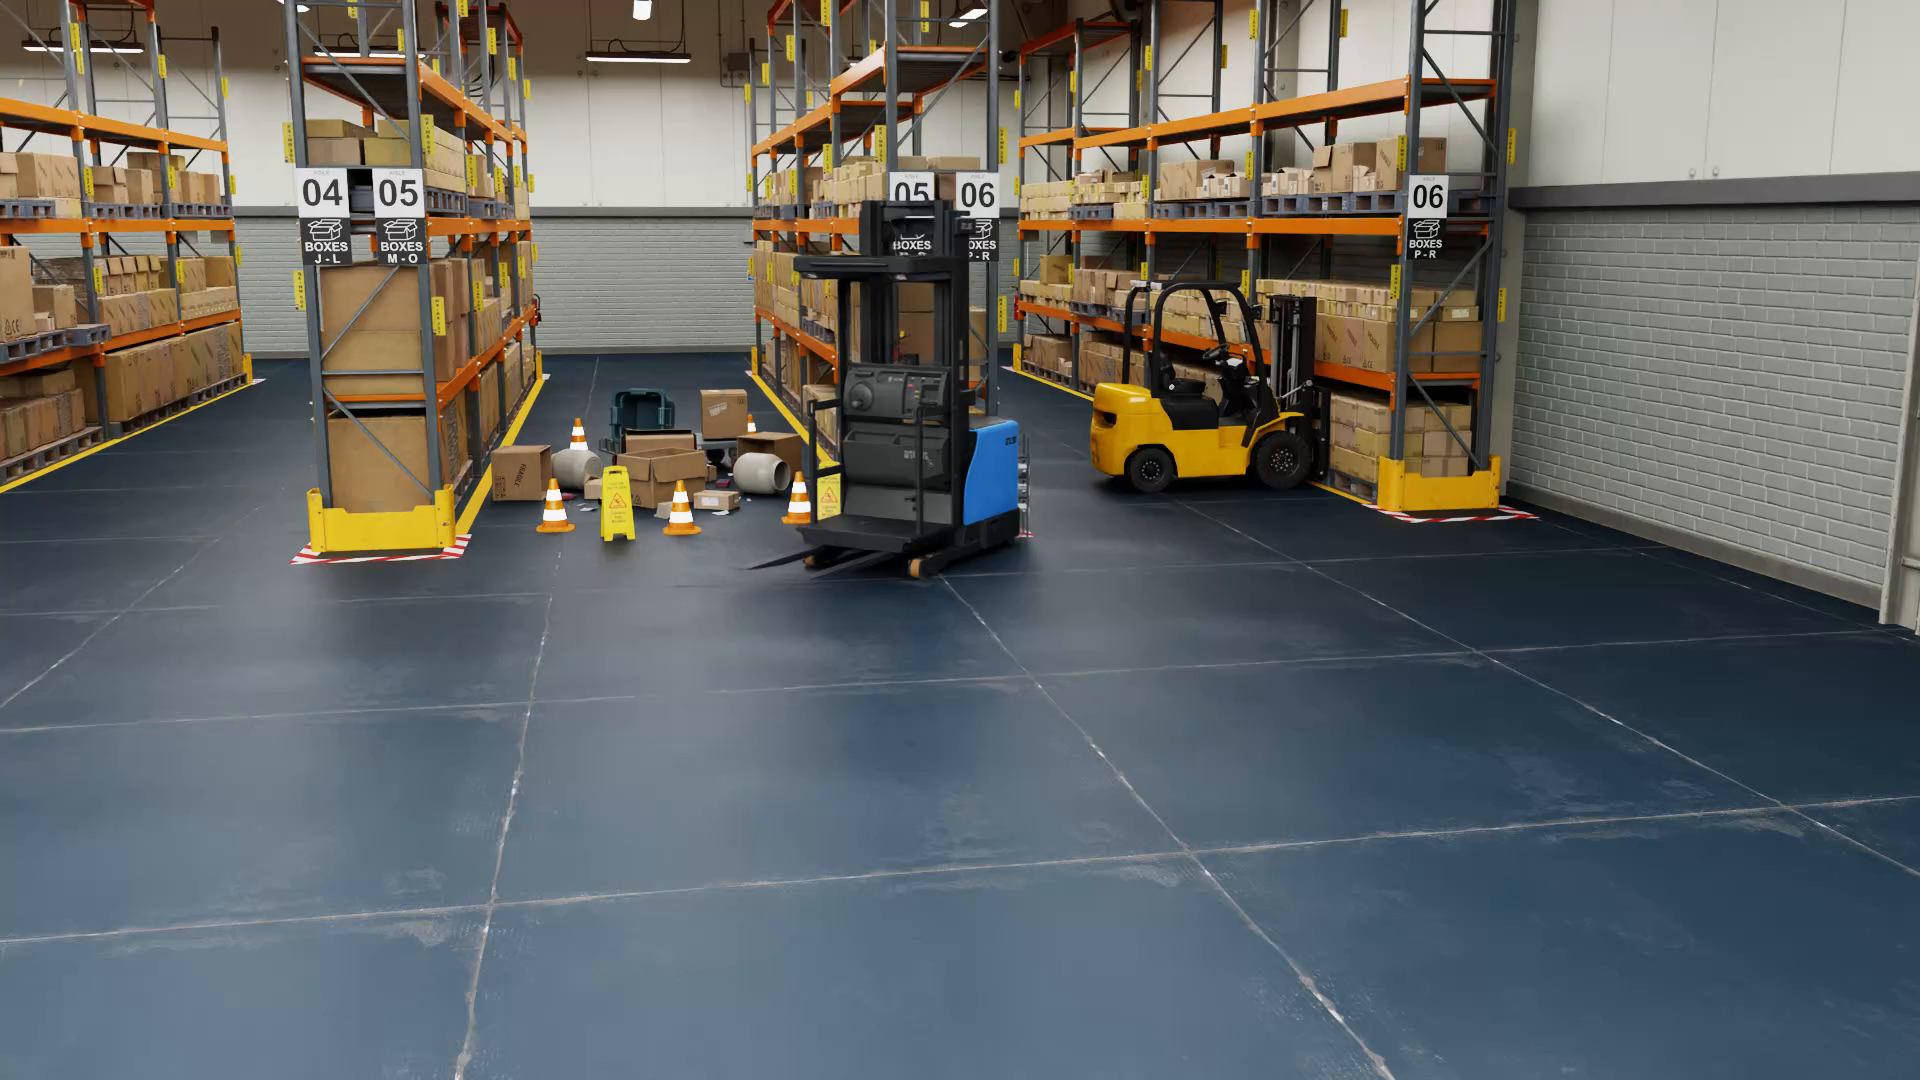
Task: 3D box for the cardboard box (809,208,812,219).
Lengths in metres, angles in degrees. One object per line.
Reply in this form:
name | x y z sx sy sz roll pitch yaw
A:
cardboard box | -1.818 -4.377 22.323 0.380 0.149 0.250 -2 11 -11

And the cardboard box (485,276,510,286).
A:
cardboard box | -7.057 -3.935 25.306 0.380 0.149 0.250 -2 11 -8

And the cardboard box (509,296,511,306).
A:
cardboard box | -7.055 -3.644 25.366 0.380 0.149 0.250 -2 11 -12

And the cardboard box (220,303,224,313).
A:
cardboard box | -12.397 -3.834 27.490 0.380 0.149 0.250 -2 11 -12

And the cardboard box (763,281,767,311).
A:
cardboard box | -3.049 -4.136 28.135 0.500 0.500 0.500 -2 11 -12

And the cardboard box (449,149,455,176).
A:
cardboard box | -5.229 -3.695 16.280 0.500 0.250 0.500 -2 11 -12

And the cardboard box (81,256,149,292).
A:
cardboard box | -11.957 -3.763 23.496 0.797 0.503 0.637 -2 11 -10

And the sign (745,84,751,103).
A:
sign | -3.814 -8.023 29.861 0.100 0.325 0.005 -2 11 -11

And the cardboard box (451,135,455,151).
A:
cardboard box | -5.188 -3.915 16.370 0.380 0.149 0.250 -2 11 -11

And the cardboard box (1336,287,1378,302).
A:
cardboard box | 4.145 -2.560 17.328 0.380 0.149 0.250 -2 11 -10

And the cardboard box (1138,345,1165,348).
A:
cardboard box | 3.026 -3.010 26.317 0.380 0.149 0.250 -2 11 -10

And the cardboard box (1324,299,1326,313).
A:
cardboard box | 4.136 -2.510 17.859 0.380 0.149 0.250 -2 11 -11

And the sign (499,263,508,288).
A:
sign | -6.004 -3.482 21.873 0.100 0.325 0.005 -2 11 -11

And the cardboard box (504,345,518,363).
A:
cardboard box | -6.846 -2.751 24.684 0.500 0.250 0.500 -2 11 -8

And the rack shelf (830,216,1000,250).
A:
rack shelf | -0.545 -3.111 16.921 1.077 0.370 4.000 -2 11 -11

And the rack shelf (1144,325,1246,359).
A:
rack shelf | 3.545 -2.552 22.008 1.077 0.370 4.000 -2 11 -11

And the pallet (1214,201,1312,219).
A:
pallet | 3.750 -4.080 20.598 0.805 0.209 1.217 -3 11 -13

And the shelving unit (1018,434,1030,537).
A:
shelving unit | 0.479 -0.484 14.827 0.258 0.900 0.210 -1 11 -7

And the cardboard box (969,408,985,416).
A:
cardboard box | -0.047 -1.010 16.207 0.500 0.500 0.500 -3 11 -13

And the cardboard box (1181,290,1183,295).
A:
cardboard box | 3.199 -3.384 22.449 0.380 0.149 0.250 -2 11 -10

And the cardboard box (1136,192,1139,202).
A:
cardboard box | 2.793 -5.022 24.371 0.380 0.149 0.250 -2 11 -10

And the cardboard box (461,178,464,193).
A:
cardboard box | -5.336 -3.663 17.180 0.380 0.149 0.250 -2 11 -10

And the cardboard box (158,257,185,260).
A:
cardboard box | -12.957 -4.355 27.153 0.500 0.500 0.500 -2 11 -13

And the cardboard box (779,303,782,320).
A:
cardboard box | -2.477 -3.472 25.314 0.500 0.250 0.500 -2 11 -11

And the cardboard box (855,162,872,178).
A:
cardboard box | -0.843 -3.697 16.616 0.380 0.149 0.250 -2 11 -10

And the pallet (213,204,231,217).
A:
pallet | -12.834 -5.493 27.746 1.003 0.211 1.213 -2 11 -11

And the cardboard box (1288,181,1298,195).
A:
cardboard box | 3.873 -3.910 18.477 0.380 0.149 0.250 -2 11 -9

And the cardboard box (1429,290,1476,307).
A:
cardboard box | 4.856 -2.389 16.425 0.380 0.149 0.250 -2 11 -12

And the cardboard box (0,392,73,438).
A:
cardboard box | -11.163 -1.496 20.041 0.700 0.500 0.500 -3 11 -16

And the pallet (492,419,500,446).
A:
pallet | -6.469 -1.376 21.359 1.003 0.211 1.213 -2 11 -11

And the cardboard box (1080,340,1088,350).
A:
cardboard box | 2.187 -3.228 27.459 0.380 0.149 0.250 -2 11 -8

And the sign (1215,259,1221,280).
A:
sign | 3.700 -3.862 23.869 0.100 0.325 0.005 -2 11 -11

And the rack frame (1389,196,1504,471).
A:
rack frame | 4.712 -1.805 16.159 1.000 3.000 0.127 -2 11 -11

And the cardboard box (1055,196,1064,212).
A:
cardboard box | 1.927 -5.726 28.344 0.500 0.250 0.500 -3 11 -13

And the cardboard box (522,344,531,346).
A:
cardboard box | -7.753 -3.370 29.291 0.380 0.149 0.250 -2 11 -10

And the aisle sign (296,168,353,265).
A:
aisle sign | -5.273 -2.679 13.795 0.394 0.787 0.004 -2 11 -11

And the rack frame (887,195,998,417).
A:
rack frame | -0.156 -1.624 15.207 1.000 3.000 0.127 -2 11 -11

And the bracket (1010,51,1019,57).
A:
bracket | 0.987 -10.558 36.474 0.076 0.066 5.218 -2 11 -11

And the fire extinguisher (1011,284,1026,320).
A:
fire extinguisher | 1.118 -4.529 31.672 0.296 0.674 0.183 -2 11 -11

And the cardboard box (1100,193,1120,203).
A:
cardboard box | 2.370 -5.261 25.576 0.380 0.149 0.250 -2 11 -10

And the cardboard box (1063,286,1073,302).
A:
cardboard box | 2.040 -4.163 28.152 0.500 0.250 0.500 -2 11 -10

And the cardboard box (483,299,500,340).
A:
cardboard box | -6.101 -2.778 21.000 0.500 0.500 0.500 -2 11 -11

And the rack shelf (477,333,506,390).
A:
rack shelf | -6.159 -2.173 20.013 1.077 0.370 4.000 -2 11 -11

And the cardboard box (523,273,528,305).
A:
cardboard box | -7.341 -4.106 27.183 0.500 0.500 0.500 -2 11 -12

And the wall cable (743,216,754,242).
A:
wall cable | -4.388 -6.106 35.956 0.585 1.953 0.123 -2 11 -11

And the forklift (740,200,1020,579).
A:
forklift | -0.624 -1.225 13.295 1.130 2.935 3.031 6 12 28

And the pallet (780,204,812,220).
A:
pallet | -1.890 -4.588 23.263 1.213 0.211 1.003 -2 11 -8

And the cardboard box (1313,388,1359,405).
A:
cardboard box | 4.012 -1.504 18.132 0.500 0.250 0.500 -2 11 -12

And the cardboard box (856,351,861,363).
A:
cardboard box | -0.872 -1.885 17.248 0.380 0.149 0.250 -2 11 -11

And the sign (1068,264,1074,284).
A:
sign | 1.847 -4.410 27.530 0.100 0.325 0.005 -2 11 -11

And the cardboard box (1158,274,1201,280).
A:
cardboard box | 3.209 -3.628 24.345 0.500 0.500 0.500 -2 11 -8

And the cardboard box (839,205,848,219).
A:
cardboard box | -1.121 -3.592 18.193 0.380 0.149 0.250 -2 11 -11

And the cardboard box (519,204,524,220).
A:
cardboard box | -7.346 -5.309 26.943 0.500 0.250 0.500 -2 11 -9

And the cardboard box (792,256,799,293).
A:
cardboard box | -2.069 -3.717 23.261 0.500 0.500 0.500 -2 11 -13

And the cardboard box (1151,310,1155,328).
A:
cardboard box | 3.002 -3.109 23.407 0.500 0.250 0.500 -2 11 -11
